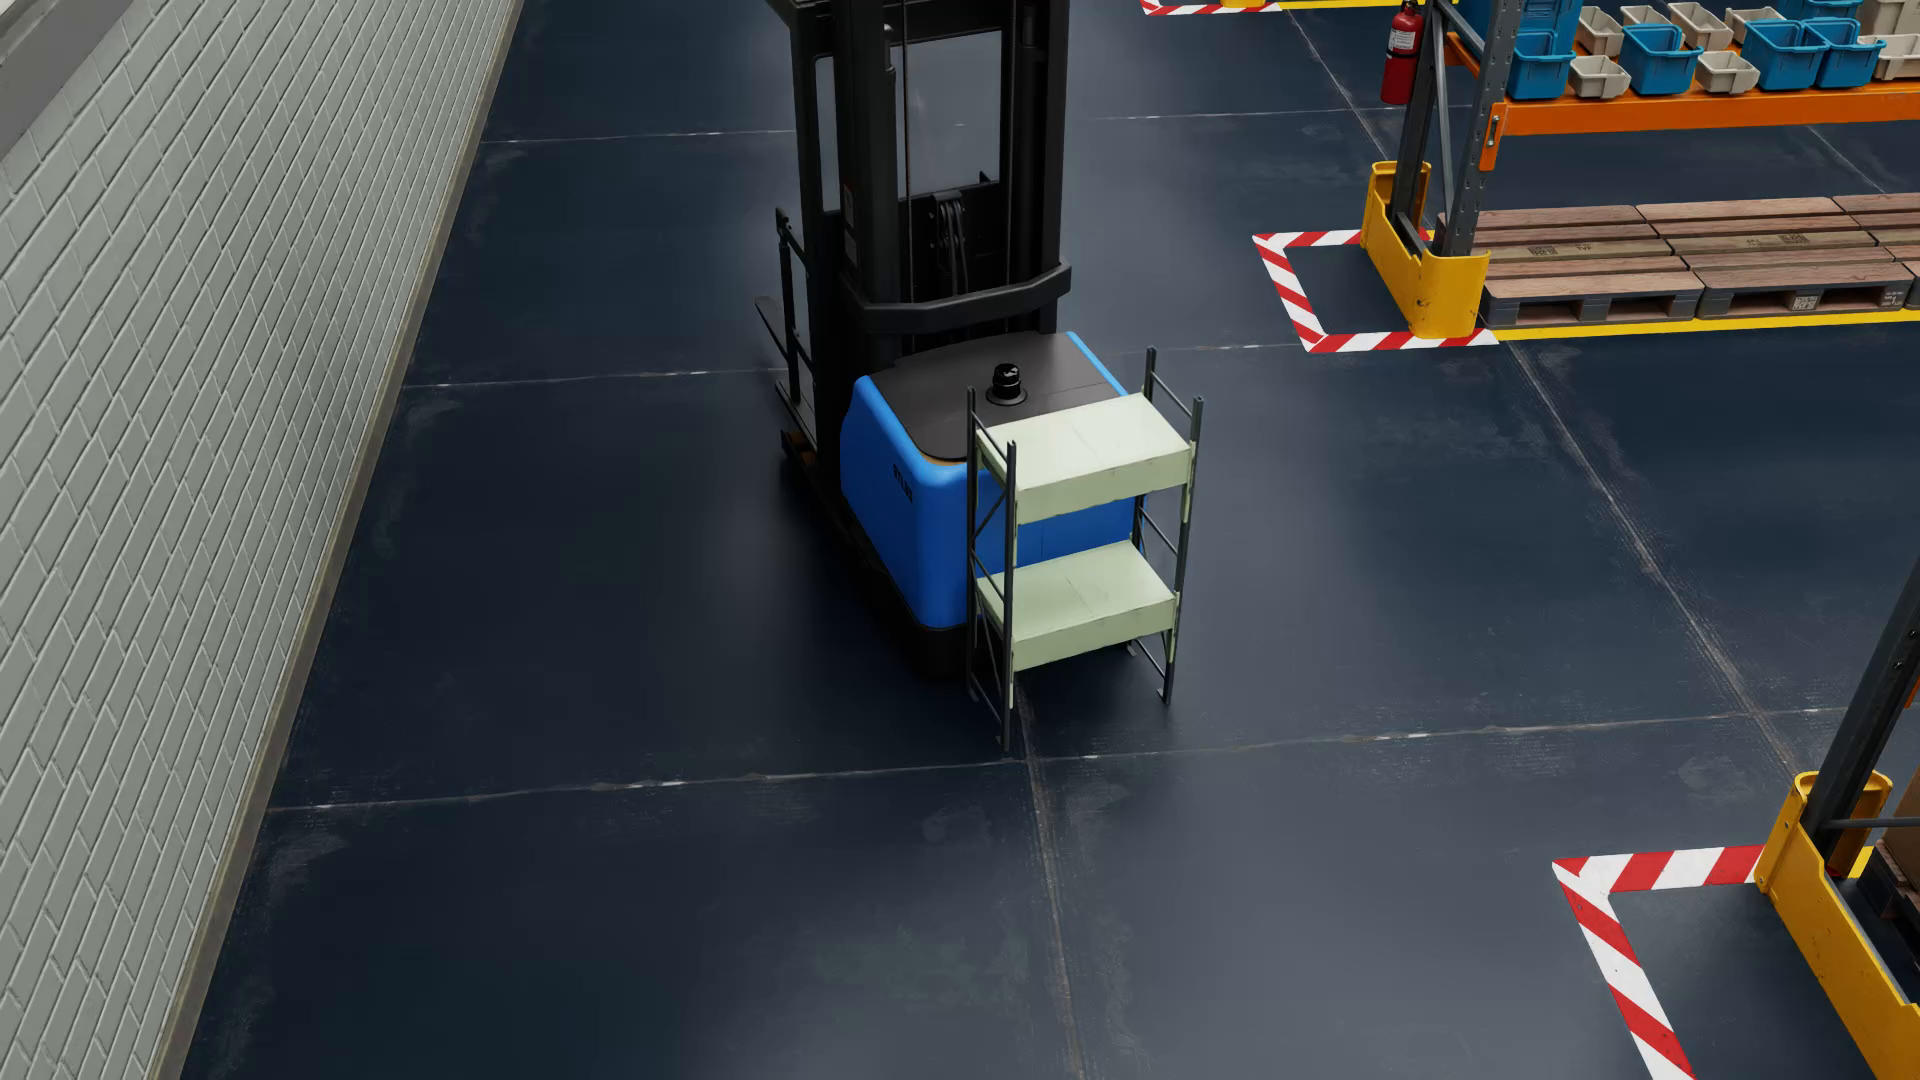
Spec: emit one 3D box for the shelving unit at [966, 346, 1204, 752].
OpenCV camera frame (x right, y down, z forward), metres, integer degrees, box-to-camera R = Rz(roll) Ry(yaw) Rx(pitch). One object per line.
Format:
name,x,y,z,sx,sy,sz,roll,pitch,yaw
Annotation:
shelving unit,0.450,0.061,6.462,0.755,1.500,0.431,-14,40,-17

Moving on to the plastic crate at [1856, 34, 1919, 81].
plastic crate,4.923,-2.516,8.682,0.466,0.136,0.293,-3,38,-4

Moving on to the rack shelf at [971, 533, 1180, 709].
rack shelf,0.450,0.317,6.664,0.720,0.370,0.431,-14,40,-17

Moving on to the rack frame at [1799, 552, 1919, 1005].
rack frame,3.082,0.399,4.823,0.127,3.000,1.000,-3,38,-4

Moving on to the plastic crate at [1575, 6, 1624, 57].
plastic crate,3.443,-2.734,8.958,0.243,0.136,0.396,-3,38,-4

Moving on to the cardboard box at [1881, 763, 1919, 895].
cardboard box,3.602,1.026,5.692,0.500,0.500,0.500,-3,38,-4

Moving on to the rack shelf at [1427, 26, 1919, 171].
rack shelf,4.639,-2.485,9.059,4.000,0.370,1.077,-3,38,-4

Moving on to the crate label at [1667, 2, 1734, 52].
crate label,4.008,-2.771,9.005,0.243,0.136,0.396,-3,38,-4

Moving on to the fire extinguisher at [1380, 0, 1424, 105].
fire extinguisher,2.456,-2.753,9.181,0.183,0.674,0.296,-3,38,-4

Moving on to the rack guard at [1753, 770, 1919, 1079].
rack guard,3.158,1.376,5.603,0.348,0.500,1.175,-3,38,-4

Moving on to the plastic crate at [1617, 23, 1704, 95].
plastic crate,3.578,-2.462,8.535,0.300,0.233,0.416,-3,38,-4

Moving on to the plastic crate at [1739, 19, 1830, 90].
plastic crate,4.233,-2.498,8.581,0.300,0.233,0.416,-3,38,-4

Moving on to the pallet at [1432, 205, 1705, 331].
pallet,3.472,-1.584,9.587,1.213,0.211,1.003,-3,38,-4

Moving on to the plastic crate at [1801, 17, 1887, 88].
plastic crate,4.532,-2.515,8.602,0.300,0.233,0.416,-3,38,-4

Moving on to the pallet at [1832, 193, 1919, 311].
pallet,5.902,-1.718,9.757,1.213,0.211,1.003,-3,38,-4

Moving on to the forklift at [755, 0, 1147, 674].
forklift,-0.234,-1.508,7.295,1.130,2.935,3.031,-14,40,-17

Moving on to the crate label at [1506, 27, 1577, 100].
crate label,2.922,-2.426,8.490,0.303,0.233,0.416,-3,38,-4

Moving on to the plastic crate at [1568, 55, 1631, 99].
plastic crate,3.249,-2.355,8.477,0.298,0.136,0.250,-3,38,-4

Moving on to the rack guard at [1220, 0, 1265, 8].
rack guard,2.184,-4.731,13.342,0.348,0.500,1.175,-3,38,-4

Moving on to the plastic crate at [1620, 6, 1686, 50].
plastic crate,3.733,-2.741,8.967,0.243,0.136,0.396,-3,38,-4

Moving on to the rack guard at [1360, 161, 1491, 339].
rack guard,2.624,-1.667,9.459,0.348,0.500,1.175,-3,38,-4

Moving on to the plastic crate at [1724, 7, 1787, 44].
plastic crate,4.302,-2.799,9.041,0.250,0.136,0.298,-3,38,-4

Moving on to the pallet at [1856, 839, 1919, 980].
pallet,3.952,1.445,5.748,1.213,0.211,1.003,-3,38,-4

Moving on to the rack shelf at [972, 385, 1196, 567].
rack shelf,0.450,-0.246,6.220,0.720,0.370,0.431,-14,40,-17

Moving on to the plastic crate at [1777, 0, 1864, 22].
plastic crate,4.670,-2.886,9.073,0.300,0.233,0.416,-3,38,-4

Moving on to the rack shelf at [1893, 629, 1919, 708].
rack shelf,5.074,0.571,5.185,4.000,0.370,1.077,-3,38,-4

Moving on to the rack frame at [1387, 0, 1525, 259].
rack frame,2.647,-2.658,8.697,0.127,3.000,1.000,-3,38,-4

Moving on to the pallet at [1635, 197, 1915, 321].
pallet,4.684,-1.649,9.670,1.213,0.211,1.003,-3,38,-4

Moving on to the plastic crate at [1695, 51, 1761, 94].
plastic crate,3.924,-2.392,8.524,0.298,0.136,0.250,-3,38,-4

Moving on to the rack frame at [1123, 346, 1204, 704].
rack frame,0.789,-0.025,6.571,0.023,1.500,0.400,-14,40,-17

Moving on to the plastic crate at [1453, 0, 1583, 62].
plastic crate,2.964,-2.829,8.837,0.499,0.435,0.616,-3,38,-4

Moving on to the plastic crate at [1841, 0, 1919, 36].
plastic crate,5.094,-2.884,9.031,0.530,0.282,0.437,-3,38,-4

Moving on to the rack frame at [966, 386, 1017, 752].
rack frame,0.111,0.146,6.354,0.023,1.500,0.400,-14,40,-17
